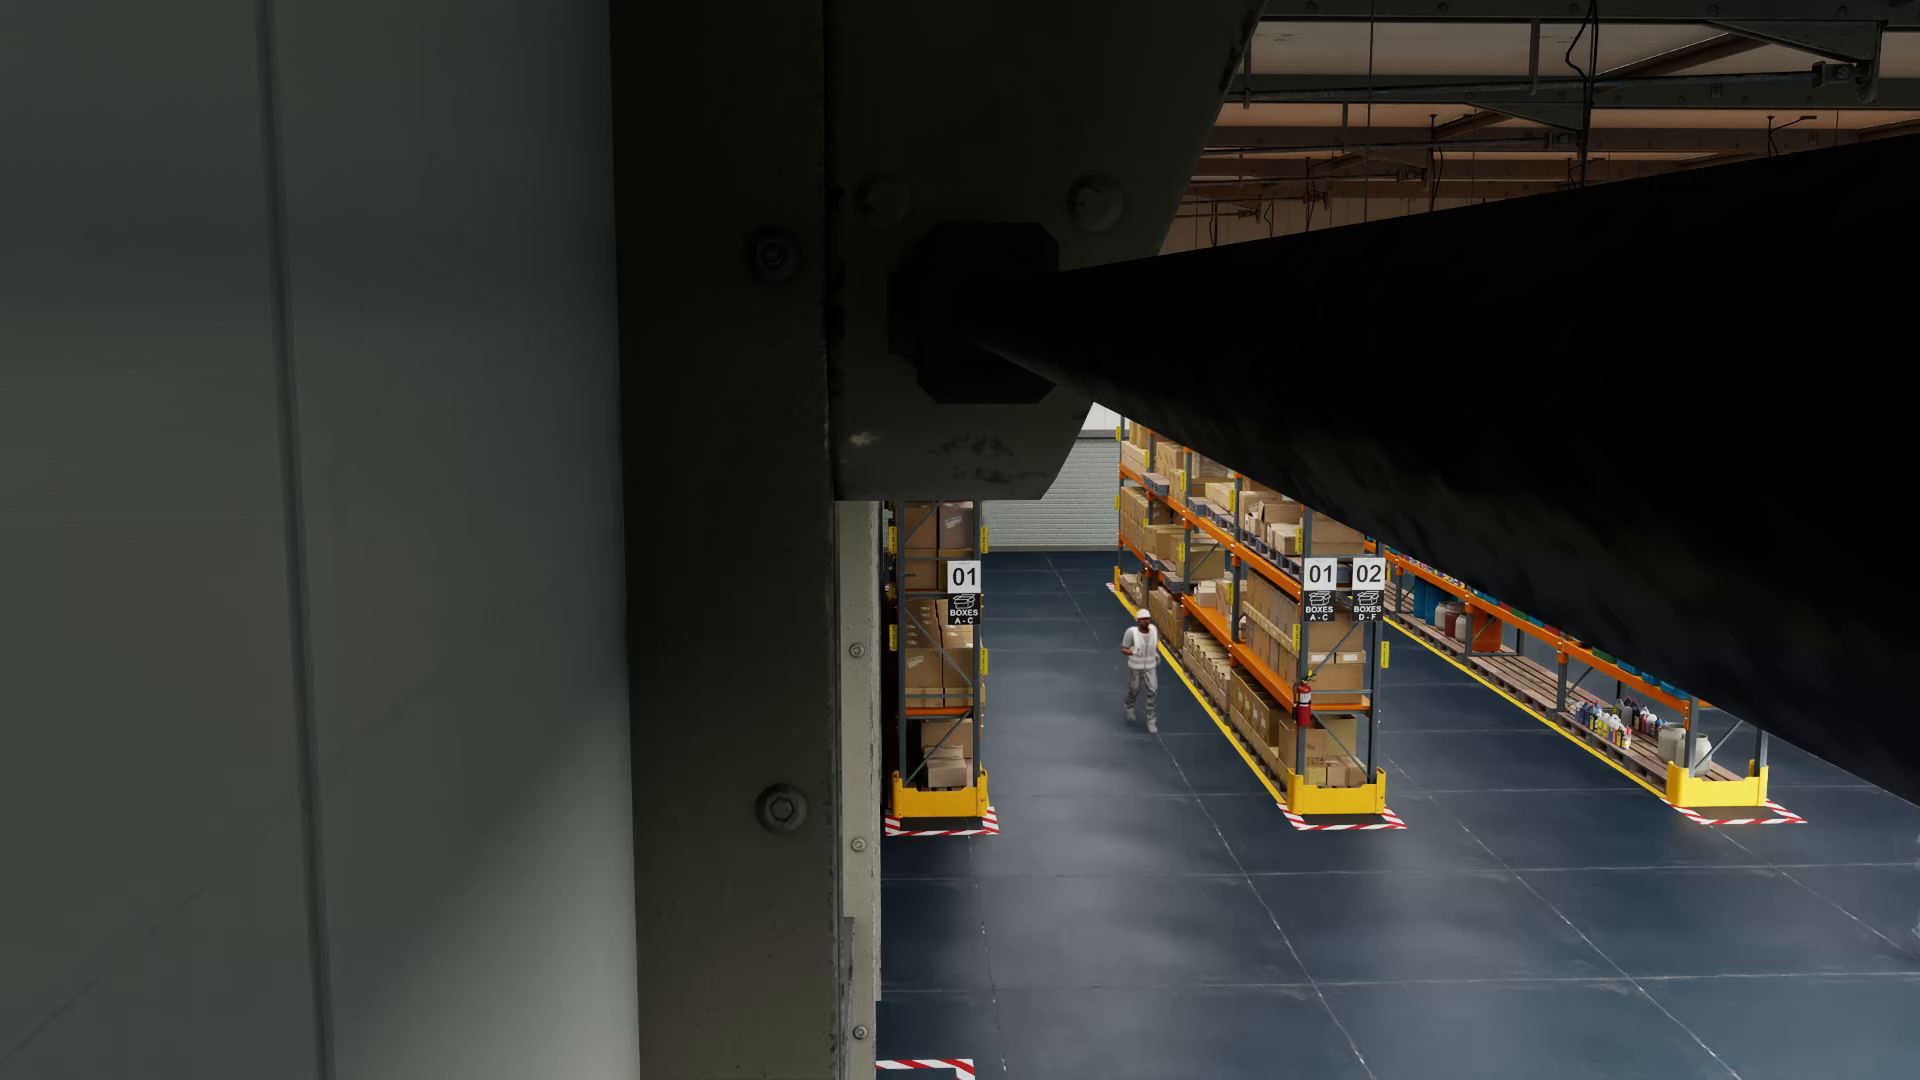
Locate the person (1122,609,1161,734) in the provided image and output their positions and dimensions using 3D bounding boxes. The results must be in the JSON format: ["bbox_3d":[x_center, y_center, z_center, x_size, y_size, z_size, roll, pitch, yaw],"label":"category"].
[{"bbox_3d":[2.685,1.893,24.660,0.634,1.800,0.939,-1,8,-10],"label":"person"}]
